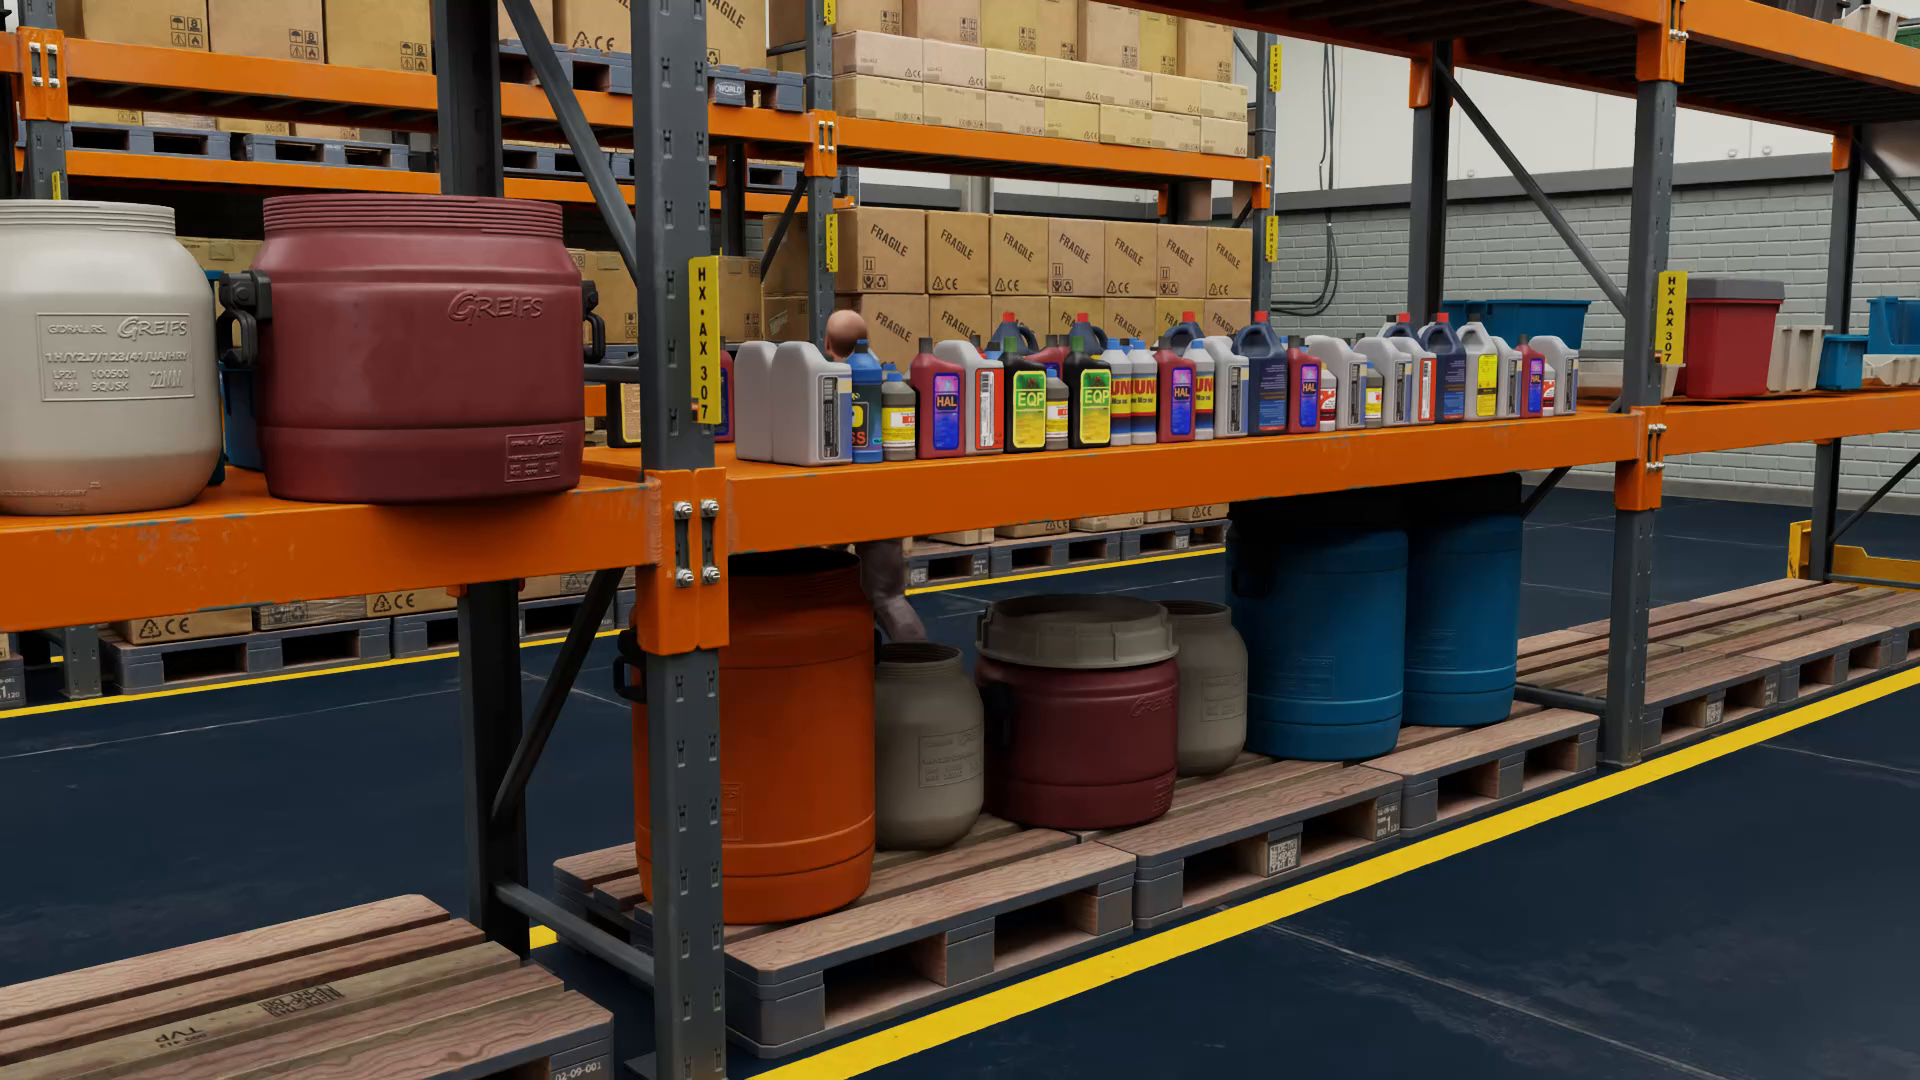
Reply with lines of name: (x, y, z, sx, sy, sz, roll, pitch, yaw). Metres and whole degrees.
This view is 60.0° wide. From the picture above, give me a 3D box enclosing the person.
person: (-0.447, -0.118, 6.924, 0.563, 1.669, 1.103, -5, 9, -31)
